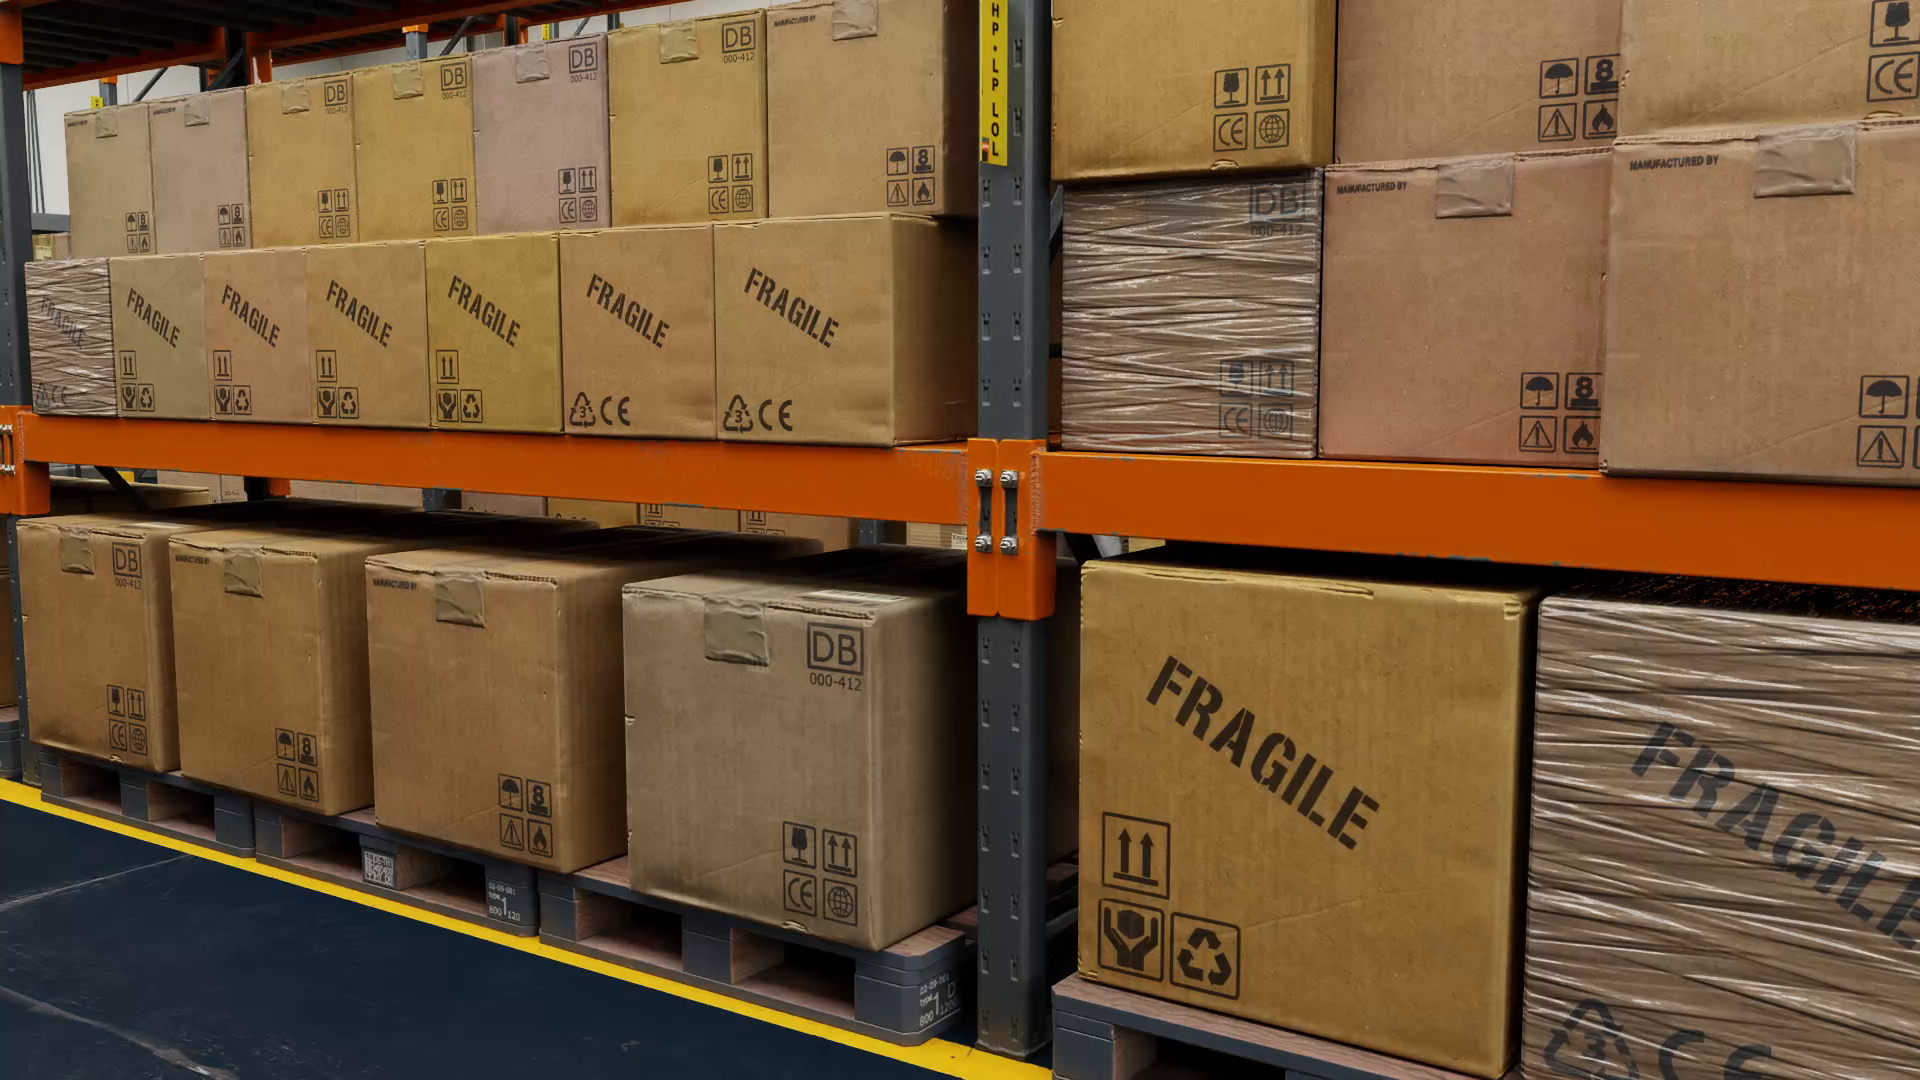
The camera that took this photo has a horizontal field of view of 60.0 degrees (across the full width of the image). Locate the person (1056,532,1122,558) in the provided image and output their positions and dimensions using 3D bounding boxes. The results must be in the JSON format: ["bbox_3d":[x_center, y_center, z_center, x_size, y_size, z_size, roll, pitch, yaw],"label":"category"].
[{"bbox_3d":[0.529,-0.155,7.352,0.487,1.673,0.356,4,8,34],"label":"person"}]
